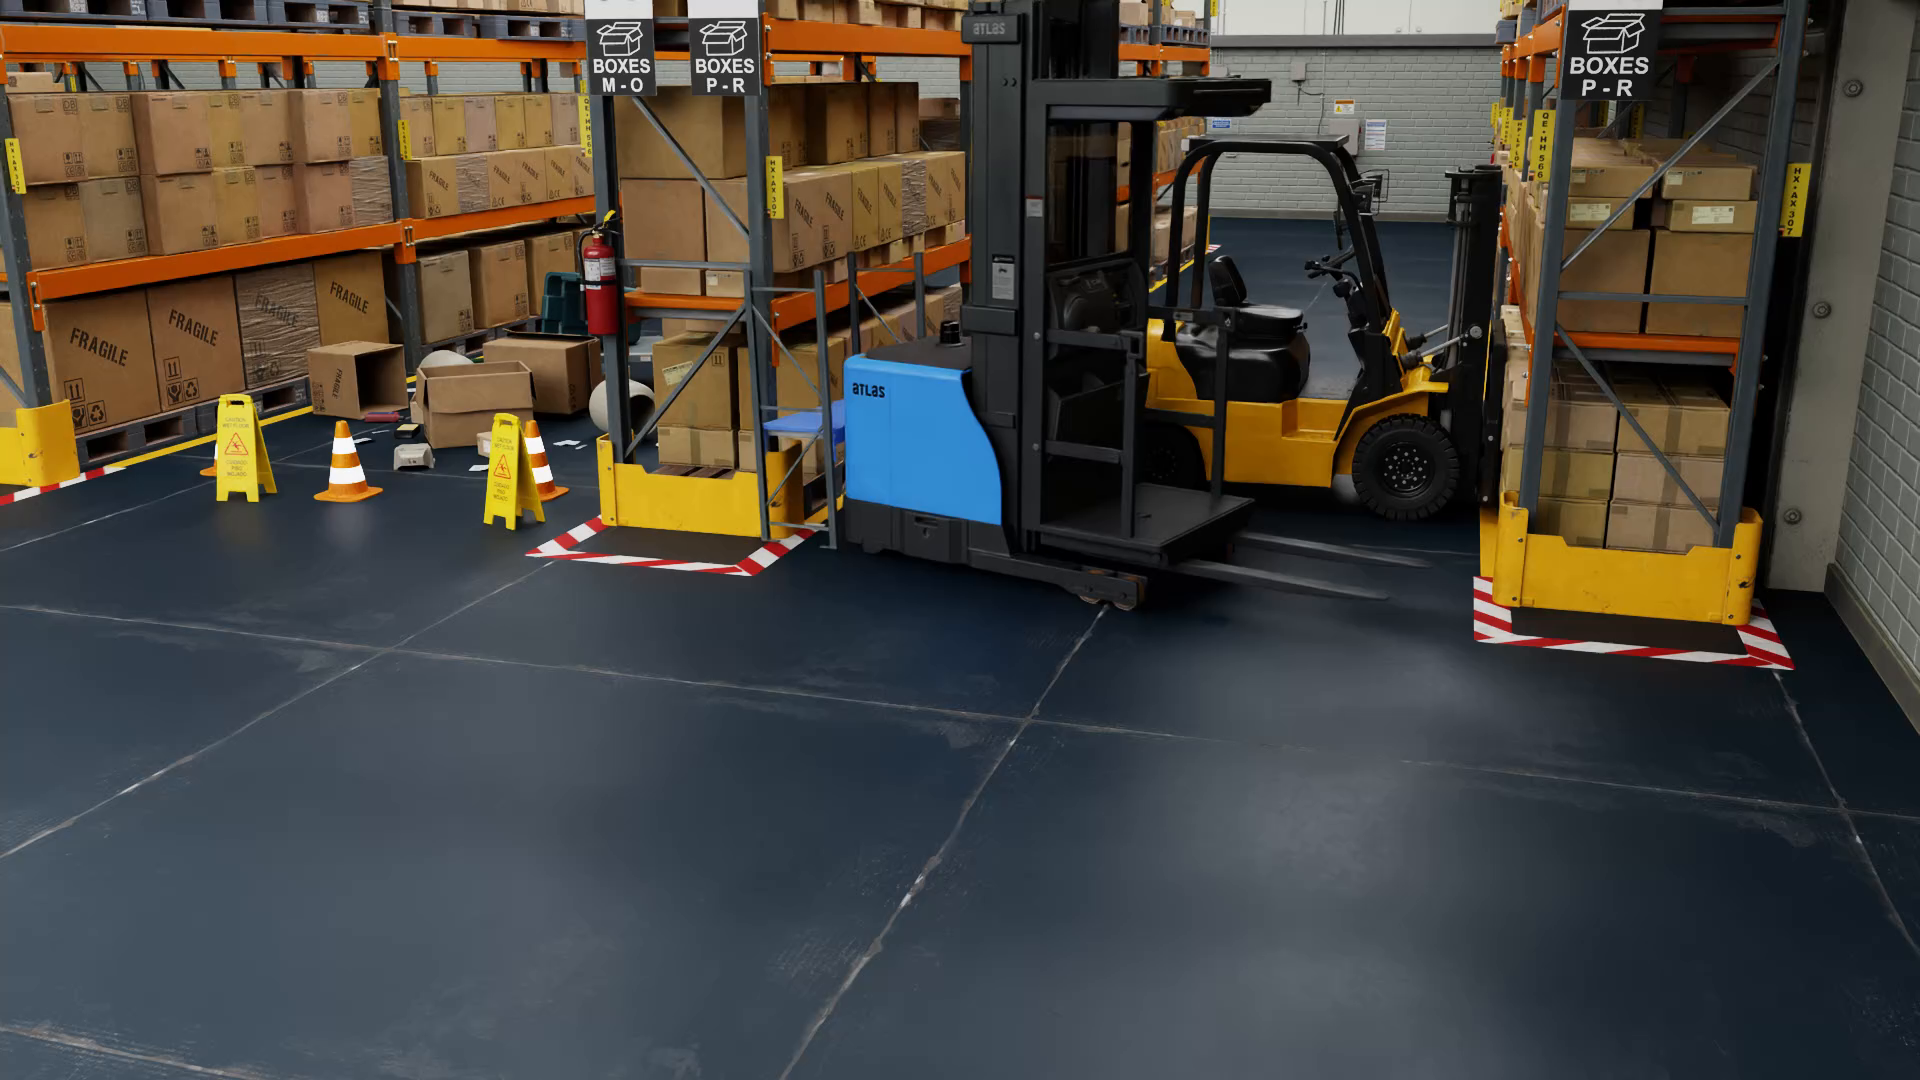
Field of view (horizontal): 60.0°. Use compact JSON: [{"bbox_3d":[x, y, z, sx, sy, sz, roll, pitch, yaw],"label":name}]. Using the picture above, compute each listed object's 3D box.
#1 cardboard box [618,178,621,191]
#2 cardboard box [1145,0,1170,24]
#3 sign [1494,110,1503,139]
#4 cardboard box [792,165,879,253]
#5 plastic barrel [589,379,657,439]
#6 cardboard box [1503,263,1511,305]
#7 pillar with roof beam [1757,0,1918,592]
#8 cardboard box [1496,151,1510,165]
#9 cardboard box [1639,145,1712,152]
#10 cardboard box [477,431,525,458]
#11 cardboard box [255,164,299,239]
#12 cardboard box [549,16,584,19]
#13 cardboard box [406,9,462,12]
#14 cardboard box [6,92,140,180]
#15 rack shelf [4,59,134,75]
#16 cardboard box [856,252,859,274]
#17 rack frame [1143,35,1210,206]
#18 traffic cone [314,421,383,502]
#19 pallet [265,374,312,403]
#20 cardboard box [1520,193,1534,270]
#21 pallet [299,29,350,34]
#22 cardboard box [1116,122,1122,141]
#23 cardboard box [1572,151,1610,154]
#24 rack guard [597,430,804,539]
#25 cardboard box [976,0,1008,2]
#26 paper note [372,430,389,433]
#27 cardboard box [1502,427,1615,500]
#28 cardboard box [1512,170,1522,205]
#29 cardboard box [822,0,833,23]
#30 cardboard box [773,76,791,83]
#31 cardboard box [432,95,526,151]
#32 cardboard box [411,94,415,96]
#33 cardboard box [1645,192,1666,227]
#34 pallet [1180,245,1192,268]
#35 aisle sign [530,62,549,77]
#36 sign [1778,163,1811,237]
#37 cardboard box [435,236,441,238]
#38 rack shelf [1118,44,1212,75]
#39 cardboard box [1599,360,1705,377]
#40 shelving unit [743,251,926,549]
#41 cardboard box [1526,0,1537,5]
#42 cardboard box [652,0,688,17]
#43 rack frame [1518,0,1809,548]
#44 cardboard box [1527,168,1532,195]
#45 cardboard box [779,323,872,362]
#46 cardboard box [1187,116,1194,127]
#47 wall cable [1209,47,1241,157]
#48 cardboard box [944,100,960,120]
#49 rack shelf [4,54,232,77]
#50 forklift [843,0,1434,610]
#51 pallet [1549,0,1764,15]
[{"bbox_3d":[-3.887,-3.873,17.302,0.500,0.500,0.500,5,16,16],"label":"cardboard box"},{"bbox_3d":[2.264,-6.531,20.225,0.500,0.500,0.500,5,17,17],"label":"cardboard box"},{"bbox_3d":[6.133,-4.725,18.904,0.100,0.325,0.005,5,16,16],"label":"sign"},{"bbox_3d":[-0.827,-2.075,10.421,0.500,0.500,0.500,4,16,15],"label":"cardboard box"},{"bbox_3d":[-2.380,-0.931,11.836,0.421,0.421,0.512,-10,19,-32],"label":"plastic barrel"},{"bbox_3d":[5.328,-2.119,14.886,0.875,0.625,0.625,5,17,18],"label":"cardboard box"},{"bbox_3d":[0.180,-4.461,8.566,9.100,9.000,0.400,5,16,16],"label":"pillar with roof beam"},{"bbox_3d":[5.508,-3.653,16.216,0.500,0.250,0.500,4,16,13],"label":"cardboard box"},{"bbox_3d":[4.303,-2.302,10.032,0.380,0.149,0.250,4,16,15],"label":"cardboard box"},{"bbox_3d":[-3.079,-0.641,11.315,0.250,0.149,0.380,-15,21,-41],"label":"cardboard box"},{"bbox_3d":[-5.647,-2.614,12.772,0.875,0.550,0.550,5,16,16],"label":"cardboard box"},{"bbox_3d":[-4.097,-5.623,17.978,0.500,0.500,0.500,5,16,16],"label":"cardboard box"},{"bbox_3d":[-4.866,-5.043,15.324,0.500,0.311,0.500,4,16,14],"label":"cardboard box"},{"bbox_3d":[-6.079,-2.707,11.122,0.875,0.550,0.550,5,16,16],"label":"cardboard box"},{"bbox_3d":[-12.923,-6.379,22.142,1.077,0.370,4.000,5,16,16],"label":"rack shelf"},{"bbox_3d":[-0.851,-1.728,10.385,0.380,0.149,0.250,5,17,17],"label":"cardboard box"},{"bbox_3d":[3.032,-5.699,23.924,1.000,3.000,0.127,5,16,16],"label":"rack frame"},{"bbox_3d":[-3.790,-0.502,10.251,0.336,0.463,0.334,5,16,16],"label":"traffic cone"},{"bbox_3d":[-5.444,-1.382,13.816,1.003,0.211,1.213,5,16,16],"label":"pallet"},{"bbox_3d":[3.730,-1.857,10.198,0.500,0.500,0.500,4,16,15],"label":"cardboard box"},{"bbox_3d":[-8.296,-6.192,20.511,1.003,0.211,1.213,5,17,18],"label":"pallet"},{"bbox_3d":[1.427,-4.510,17.716,0.500,0.500,0.500,5,17,17],"label":"cardboard box"},{"bbox_3d":[3.411,-2.084,9.262,0.380,0.149,0.250,5,17,17],"label":"cardboard box"},{"bbox_3d":[-1.493,-0.330,9.577,1.175,0.500,0.348,5,16,16],"label":"rack guard"},{"bbox_3d":[0.172,-4.254,12.838,0.500,0.250,0.500,4,16,14],"label":"cardboard box"},{"bbox_3d":[-4.213,-0.788,12.089,0.123,0.001,0.032,-15,21,-41],"label":"paper note"},{"bbox_3d":[3.084,-0.400,8.596,0.500,0.250,0.500,4,16,15],"label":"cardboard box"},{"bbox_3d":[4.416,-2.627,12.453,0.500,0.250,0.500,4,16,14],"label":"cardboard box"},{"bbox_3d":[-0.966,-3.105,9.744,0.380,0.149,0.250,5,16,16],"label":"cardboard box"},{"bbox_3d":[-2.518,-5.781,21.653,0.500,0.500,0.500,5,17,17],"label":"cardboard box"},{"bbox_3d":[-4.584,-3.975,15.831,0.700,0.500,0.500,4,16,15],"label":"cardboard box"},{"bbox_3d":[-7.732,-5.993,23.318,0.500,0.500,0.500,5,17,17],"label":"cardboard box"},{"bbox_3d":[3.599,-1.627,8.197,0.380,0.149,0.250,5,16,16],"label":"cardboard box"},{"bbox_3d":[2.531,-3.824,22.424,1.003,0.211,1.213,5,16,16],"label":"pallet"},{"bbox_3d":[-6.737,-7.760,26.427,0.394,0.787,0.004,5,16,16],"label":"aisle sign"},{"bbox_3d":[3.776,-1.539,7.526,0.100,0.325,0.005,5,16,16],"label":"sign"},{"bbox_3d":[-7.769,-4.432,22.580,1.225,0.875,0.875,5,16,16],"label":"cardboard box"},{"bbox_3d":[2.464,-6.272,21.768,1.077,0.370,4.000,5,16,16],"label":"rack shelf"},{"bbox_3d":[3.854,-0.861,9.305,0.500,0.250,0.500,5,16,16],"label":"cardboard box"},{"bbox_3d":[-0.659,-0.822,9.388,0.538,1.500,1.048,6,17,29],"label":"shelving unit"},{"bbox_3d":[5.032,-4.653,13.603,0.700,0.500,0.500,4,16,15],"label":"cardboard box"},{"bbox_3d":[-1.682,-2.950,9.196,0.380,0.149,0.250,5,17,16],"label":"cardboard box"},{"bbox_3d":[3.245,-1.129,7.812,1.000,3.000,0.127,5,16,16],"label":"rack frame"},{"bbox_3d":[3.702,-2.207,10.241,0.380,0.149,0.250,4,16,15],"label":"cardboard box"},{"bbox_3d":[-0.870,-1.086,10.555,0.500,0.500,0.500,4,16,14],"label":"cardboard box"},{"bbox_3d":[2.859,-5.815,22.318,0.500,0.500,0.500,5,16,16],"label":"cardboard box"},{"bbox_3d":[4.612,-7.680,28.988,0.585,1.953,0.123,5,16,16],"label":"wall cable"},{"bbox_3d":[0.094,-3.360,12.992,0.380,0.149,0.250,5,16,16],"label":"cardboard box"},{"bbox_3d":[-9.311,-4.948,17.098,1.077,0.370,4.000,5,16,16],"label":"rack shelf"},{"bbox_3d":[0.869,-1.231,8.299,3.031,2.935,1.130,10,19,33],"label":"forklift"},{"bbox_3d":[3.816,-3.032,9.189,1.003,0.211,1.213,5,16,16],"label":"pallet"}]
